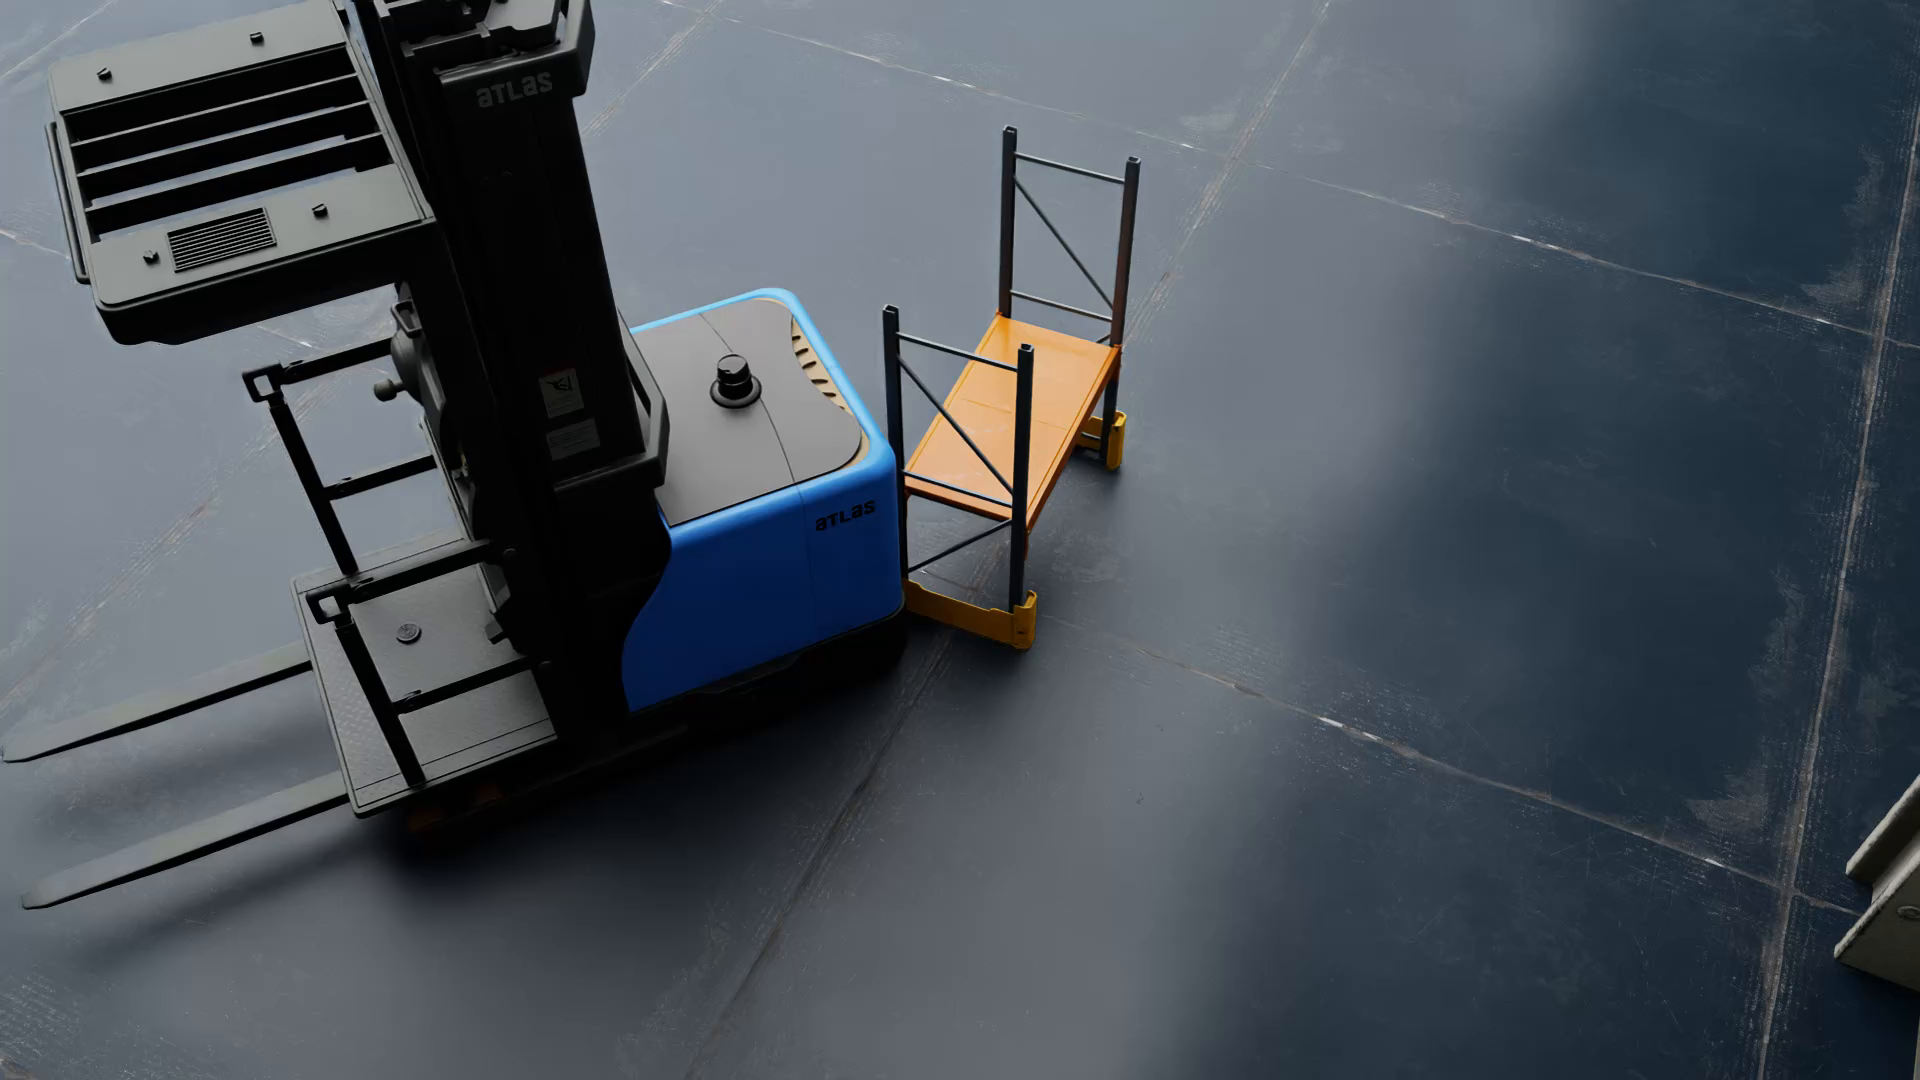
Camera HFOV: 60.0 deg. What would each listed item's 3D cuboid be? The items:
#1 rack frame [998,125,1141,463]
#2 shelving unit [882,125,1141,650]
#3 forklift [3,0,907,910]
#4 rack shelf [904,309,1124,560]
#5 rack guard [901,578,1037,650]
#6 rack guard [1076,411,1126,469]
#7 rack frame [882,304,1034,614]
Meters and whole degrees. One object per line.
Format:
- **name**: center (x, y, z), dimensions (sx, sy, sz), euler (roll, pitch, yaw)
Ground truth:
- **rack frame**: center (0.385, -0.887, 6.335), dimensions (0.500, 1.500, 0.032), euler (18, 52, 15)
- **shelving unit**: center (0.192, -0.536, 6.036), dimensions (0.587, 1.500, 1.083), euler (18, 52, 15)
- **forklift**: center (-1.752, -0.362, 4.949), dimensions (3.031, 2.935, 1.130), euler (-20, 53, -16)
- **rack shelf**: center (0.189, -0.413, 6.168), dimensions (0.538, 0.185, 1.000), euler (18, 52, 15)
- **rack guard**: center (0.000, 0.219, 6.215), dimensions (0.587, 0.250, 0.087), euler (18, 52, 15)
- **rack guard**: center (0.385, -0.481, 6.810), dimensions (0.587, 0.250, 0.087), euler (18, 52, 15)
- **rack frame**: center (-0.008, -0.173, 5.727), dimensions (0.500, 1.500, 0.032), euler (18, 52, 15)
